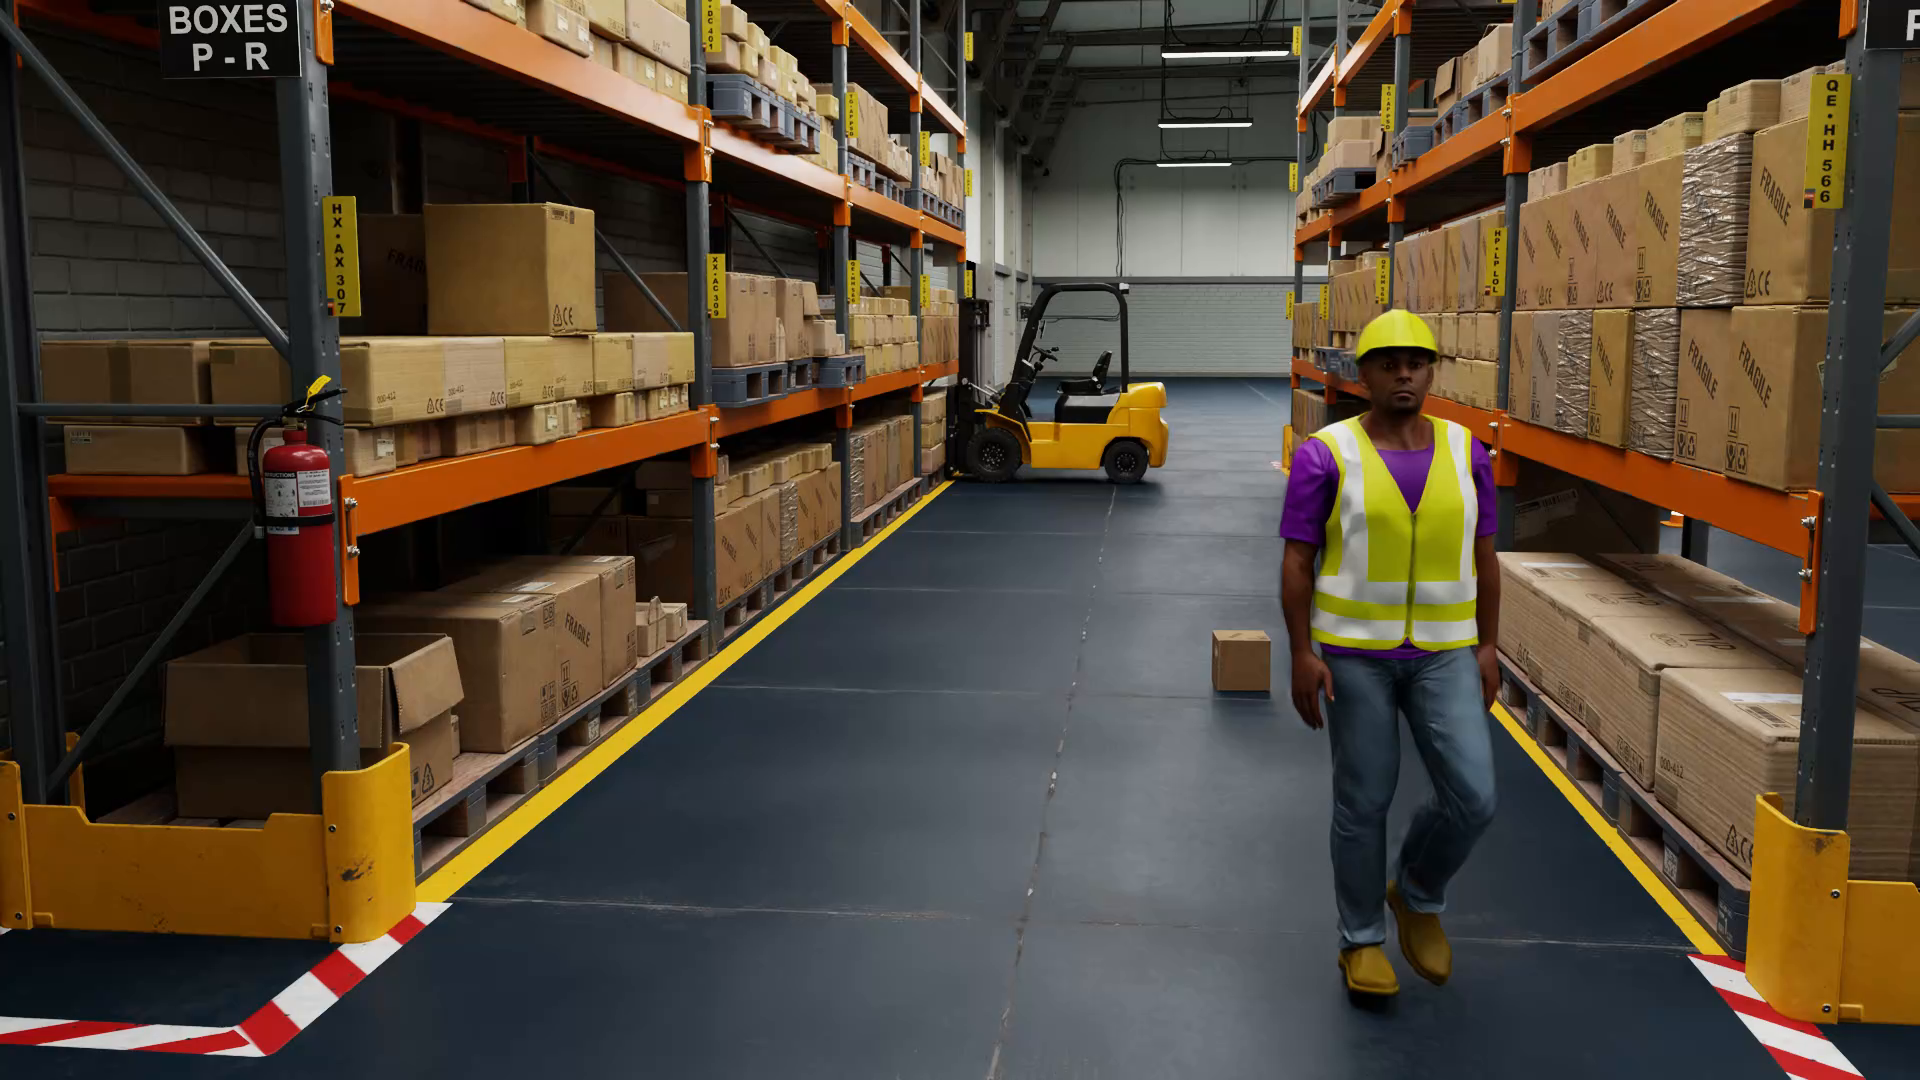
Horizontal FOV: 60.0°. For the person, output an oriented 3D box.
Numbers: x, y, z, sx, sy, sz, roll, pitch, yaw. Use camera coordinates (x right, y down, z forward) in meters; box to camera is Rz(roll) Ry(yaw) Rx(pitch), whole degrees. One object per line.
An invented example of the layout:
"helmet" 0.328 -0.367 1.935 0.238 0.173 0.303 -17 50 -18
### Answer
"person" 1.125 0.298 4.272 0.589 1.769 0.460 0 8 0
